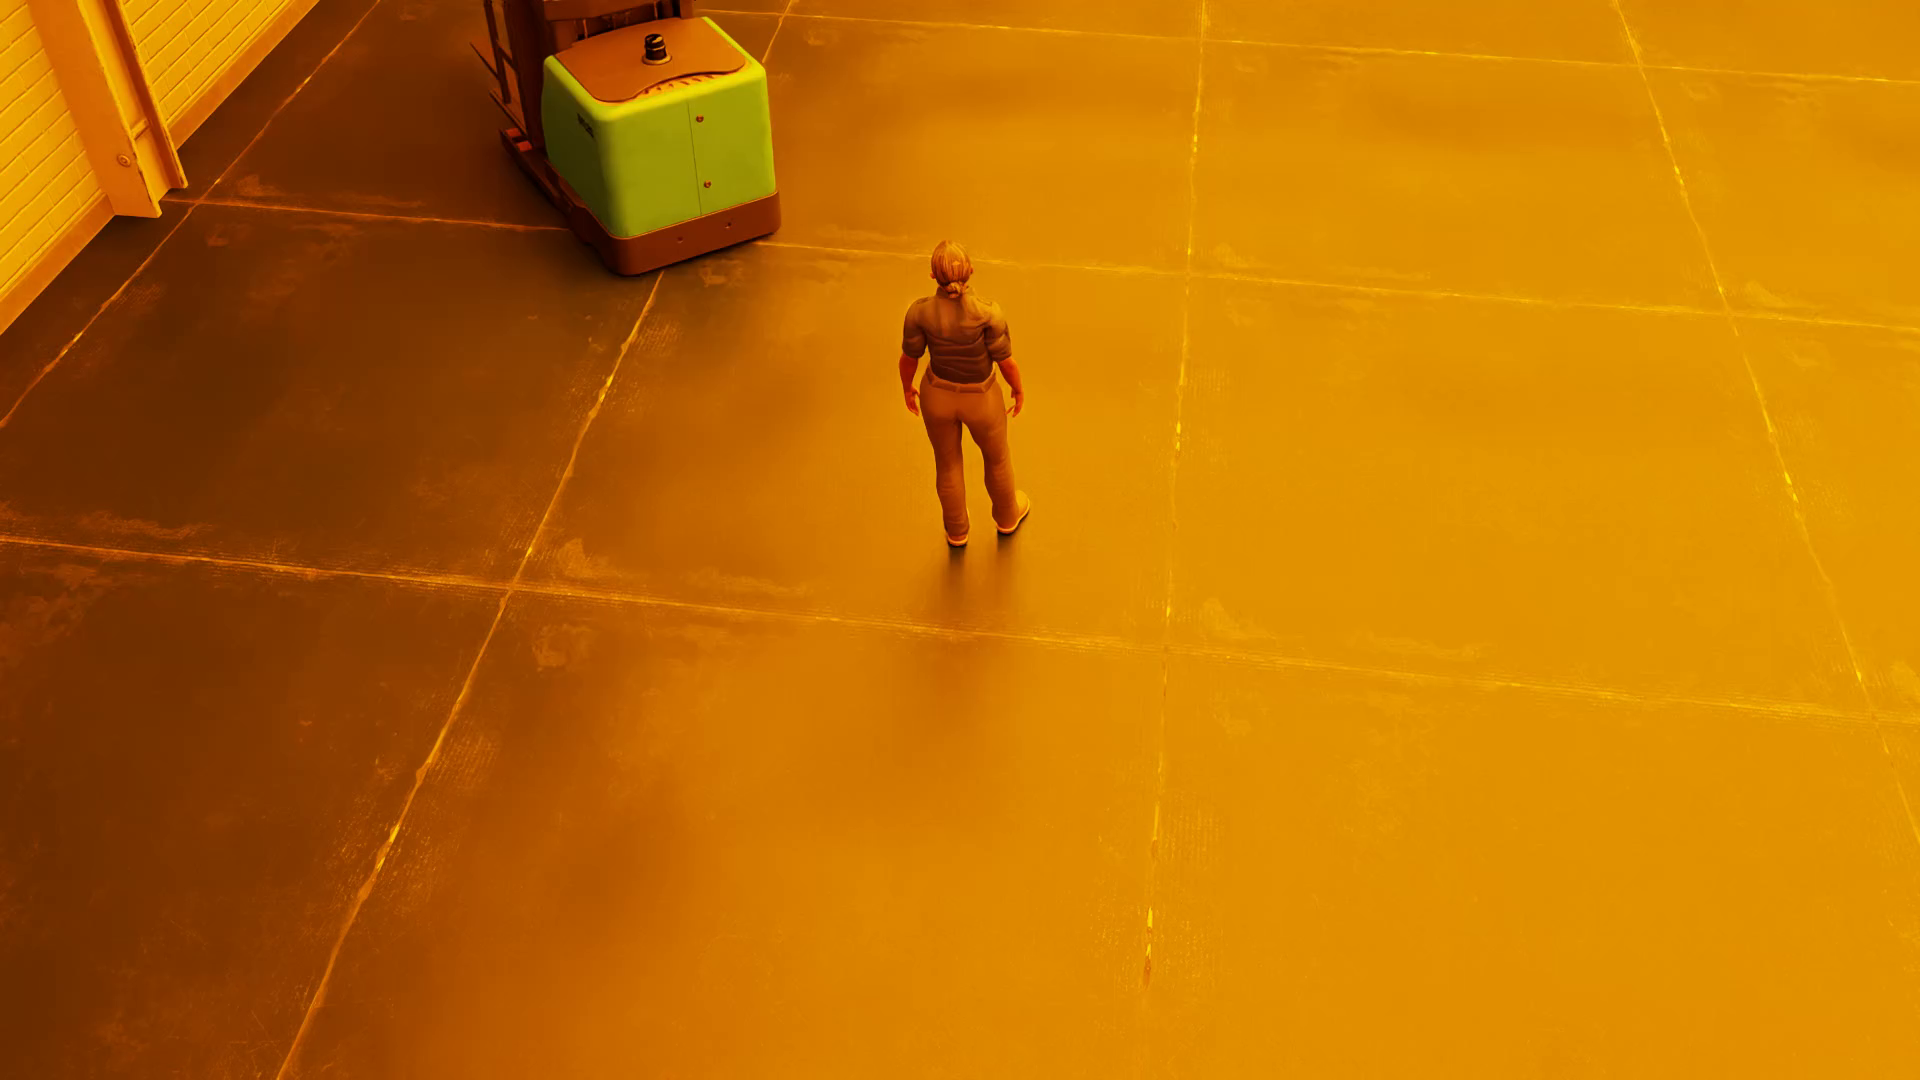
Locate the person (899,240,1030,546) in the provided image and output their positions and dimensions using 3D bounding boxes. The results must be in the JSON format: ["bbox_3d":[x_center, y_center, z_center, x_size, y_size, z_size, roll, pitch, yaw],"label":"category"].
[{"bbox_3d":[0.032,-0.672,7.388,0.569,1.656,0.503,5,43,6],"label":"person"}]

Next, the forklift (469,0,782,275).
[{"bbox_3d":[-2.249,-3.557,9.596,1.130,2.935,3.031,-22,47,-23],"label":"forklift"}]
